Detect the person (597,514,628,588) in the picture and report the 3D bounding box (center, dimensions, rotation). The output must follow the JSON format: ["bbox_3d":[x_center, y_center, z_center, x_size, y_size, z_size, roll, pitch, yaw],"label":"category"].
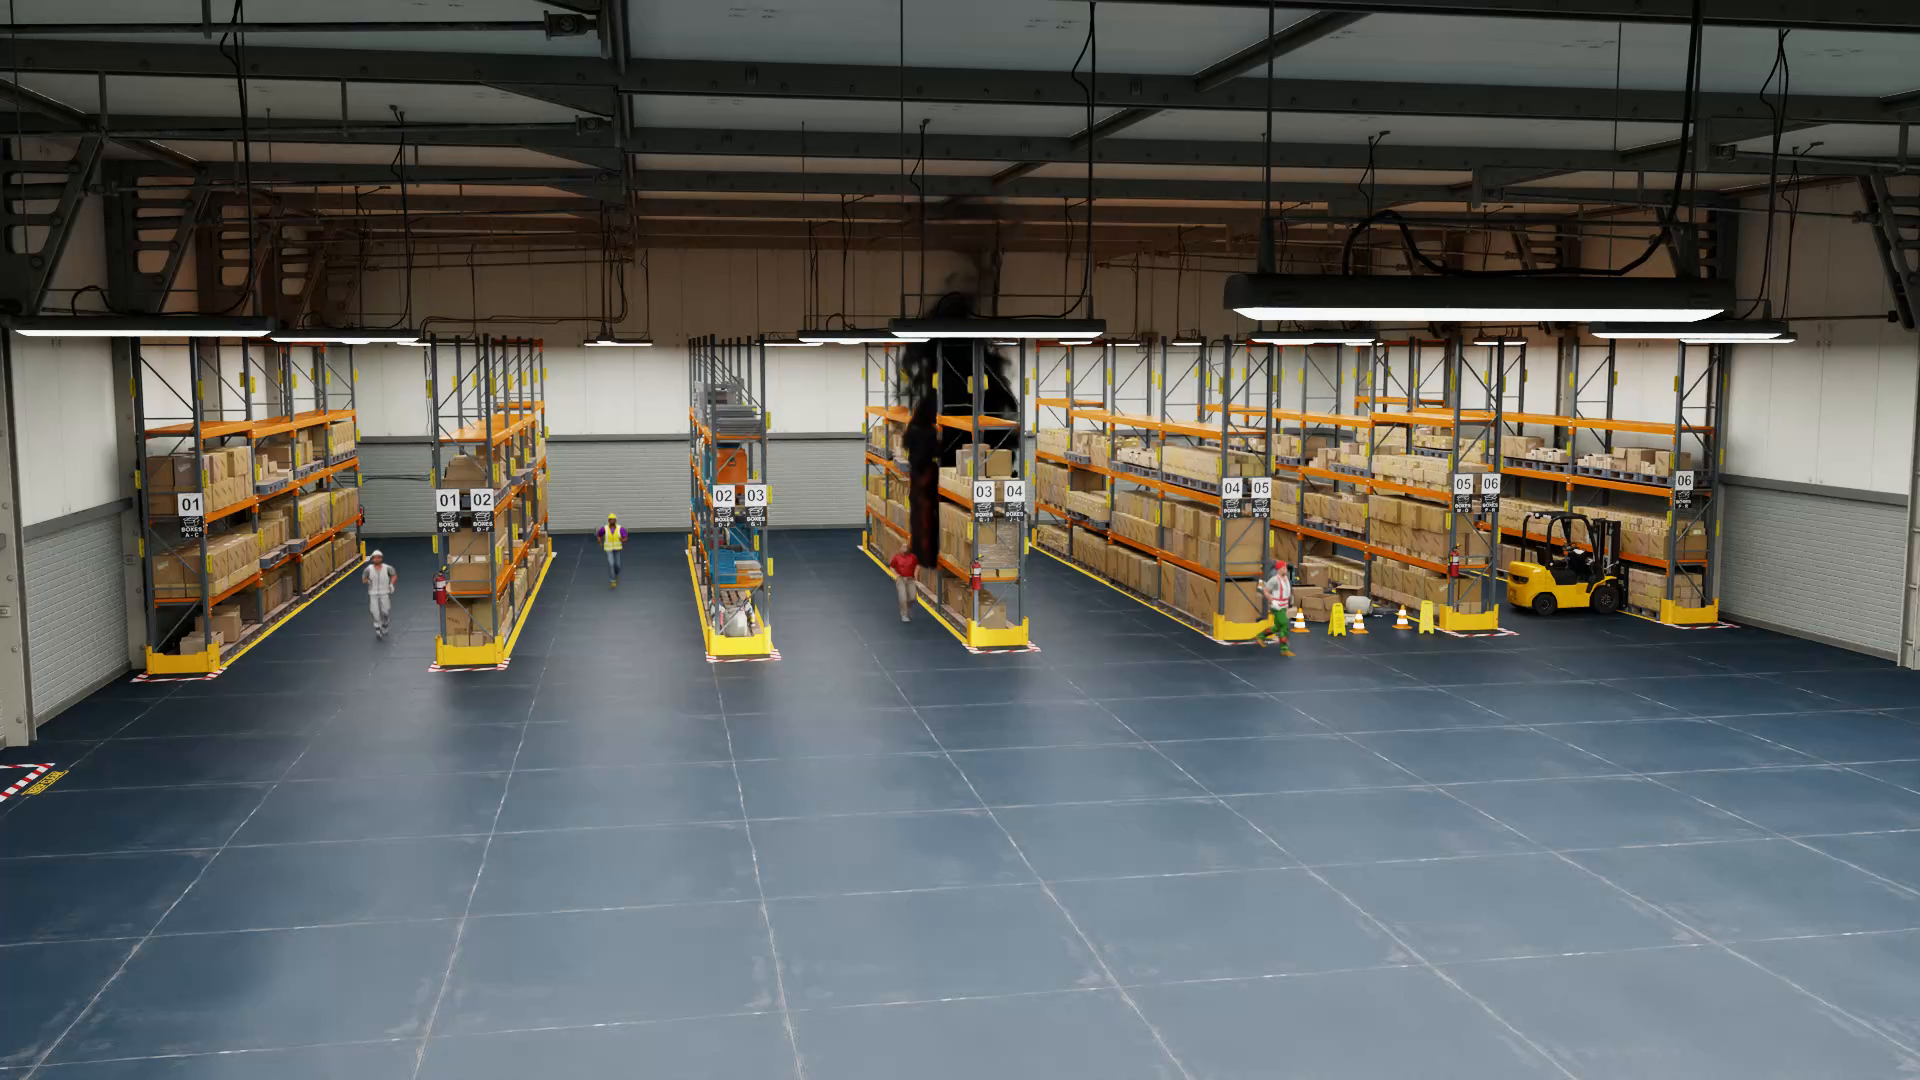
[{"bbox_3d":[-8.383,0.242,40.178,0.711,1.748,0.954,-2,7,-20],"label":"person"}]

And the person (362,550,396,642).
[{"bbox_3d":[-11.382,1.110,32.602,0.635,1.809,0.681,-2,7,-16],"label":"person"}]

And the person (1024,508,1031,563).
[{"bbox_3d":[1.647,-0.271,45.042,0.588,1.743,0.896,-1,7,-9],"label":"person"}]

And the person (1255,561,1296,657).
[{"bbox_3d":[5.922,1.262,31.112,0.888,1.779,0.654,5,8,39],"label":"person"}]

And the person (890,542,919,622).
[{"bbox_3d":[-1.146,0.879,35.009,0.640,1.679,0.596,-2,7,-14],"label":"person"}]
